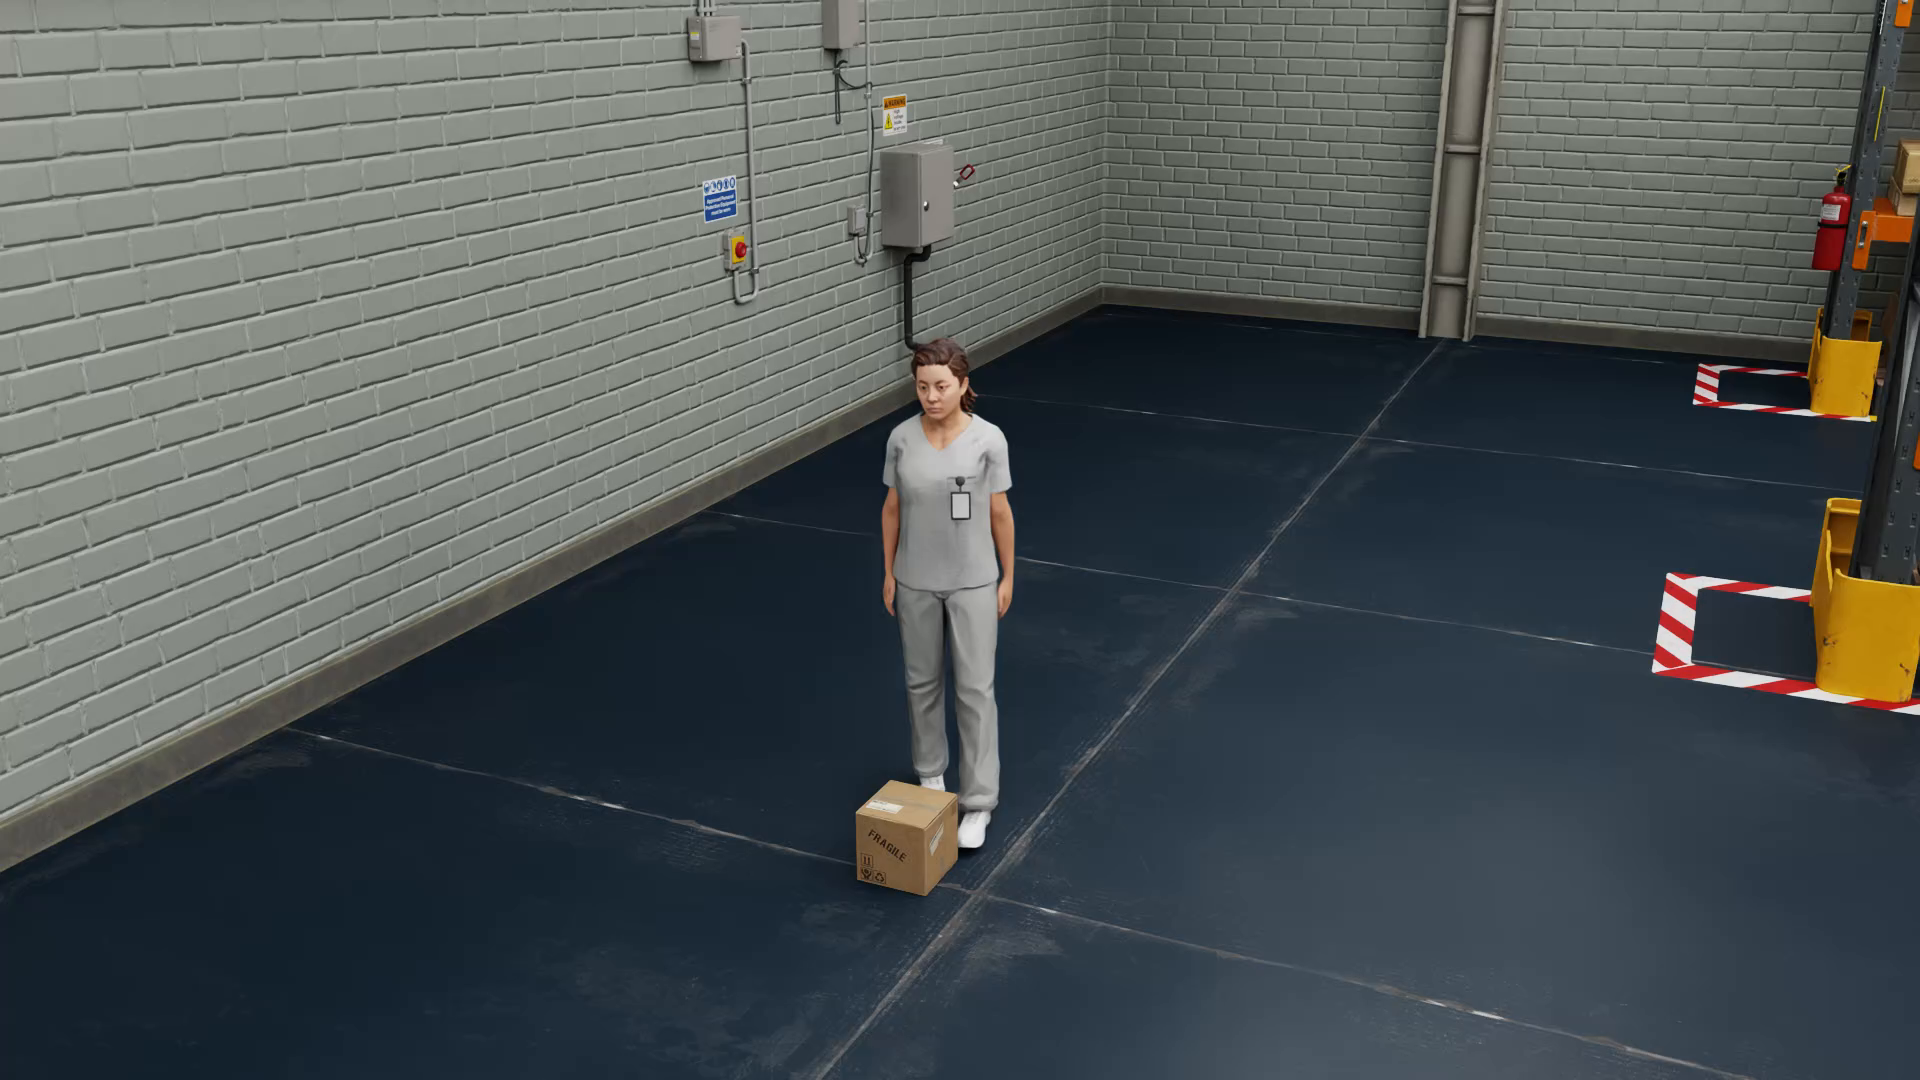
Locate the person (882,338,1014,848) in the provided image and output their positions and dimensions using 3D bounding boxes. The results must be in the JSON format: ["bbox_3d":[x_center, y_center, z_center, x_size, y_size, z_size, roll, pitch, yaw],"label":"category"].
[{"bbox_3d":[-0.067,0.167,5.568,0.459,1.669,0.568,4,20,12],"label":"person"}]
